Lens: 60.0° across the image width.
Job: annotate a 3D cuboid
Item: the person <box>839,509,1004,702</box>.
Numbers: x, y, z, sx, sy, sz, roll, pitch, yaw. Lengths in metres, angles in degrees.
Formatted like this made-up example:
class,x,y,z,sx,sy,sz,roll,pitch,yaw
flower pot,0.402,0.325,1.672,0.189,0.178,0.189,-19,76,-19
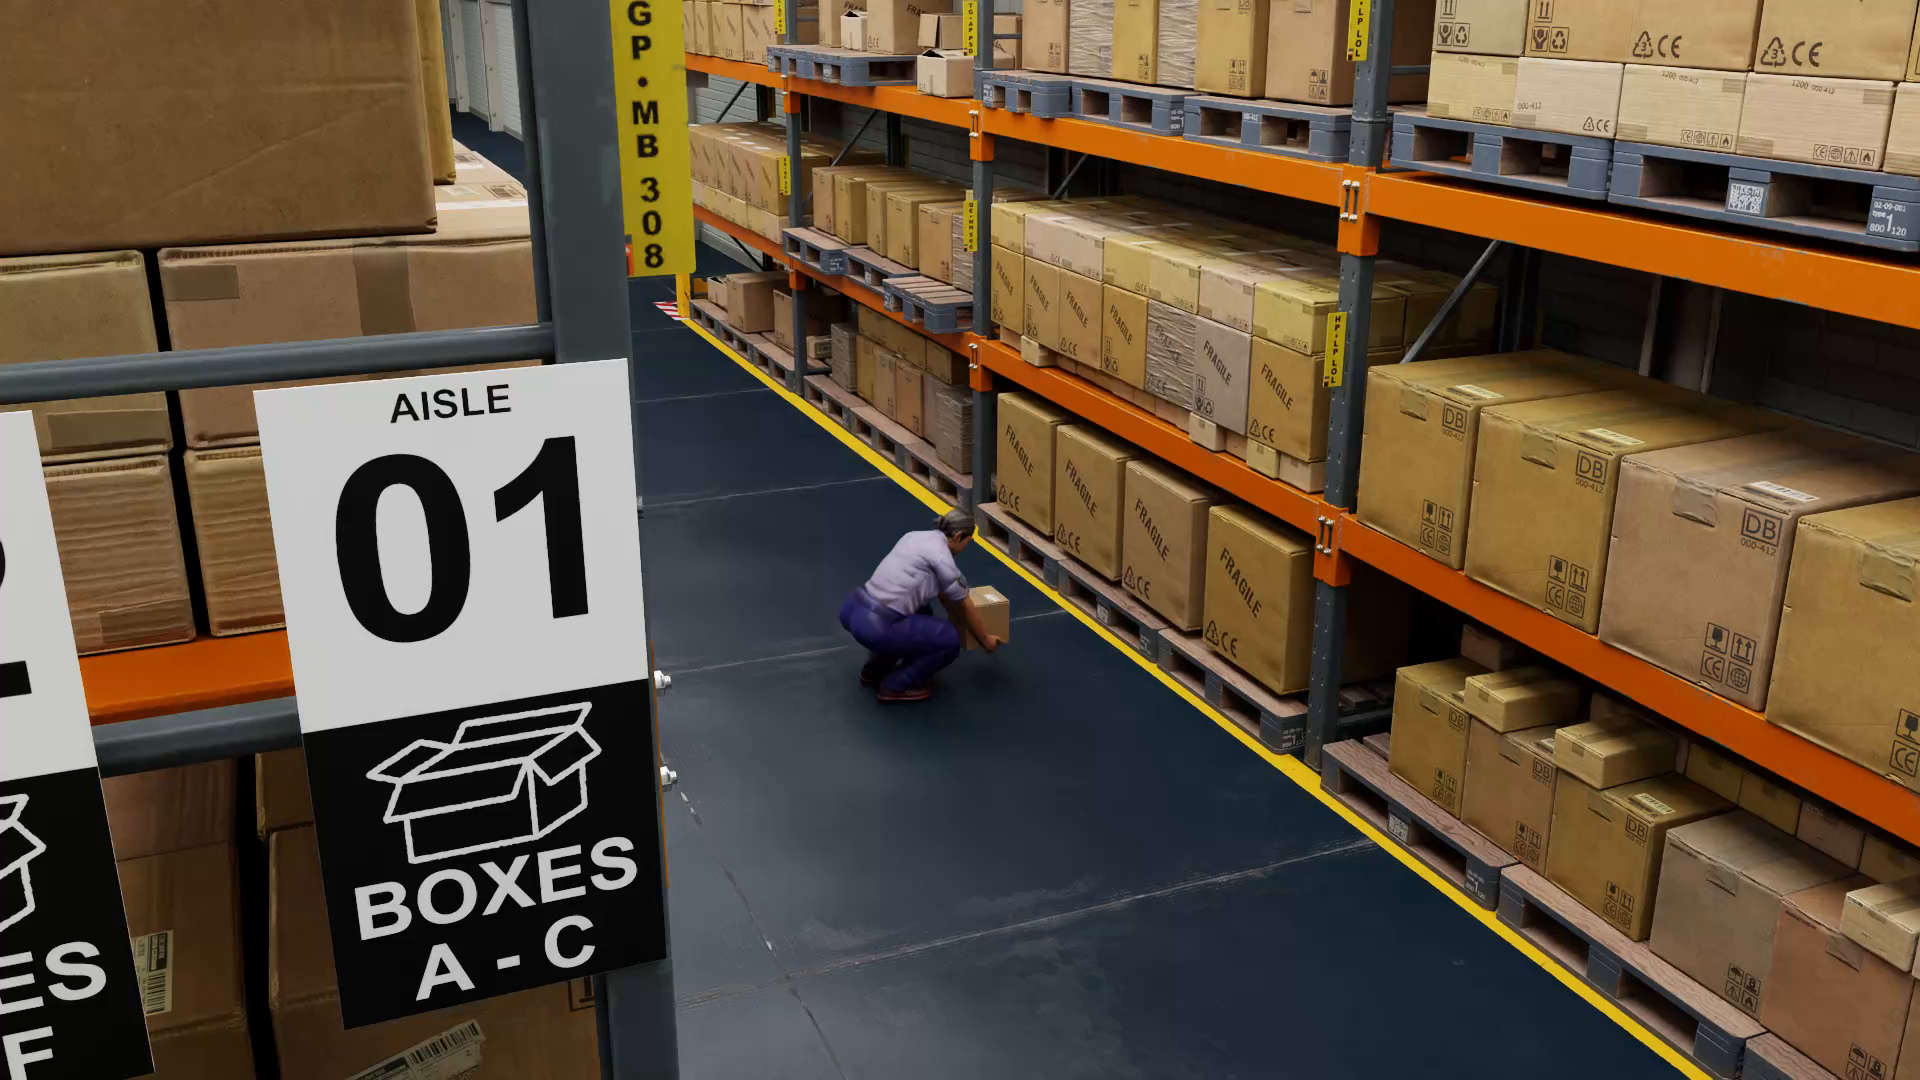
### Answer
class,x,y,z,sx,sy,sz,roll,pitch,yaw
person,-0.211,0.333,8.737,0.851,0.938,0.517,-8,21,-23
